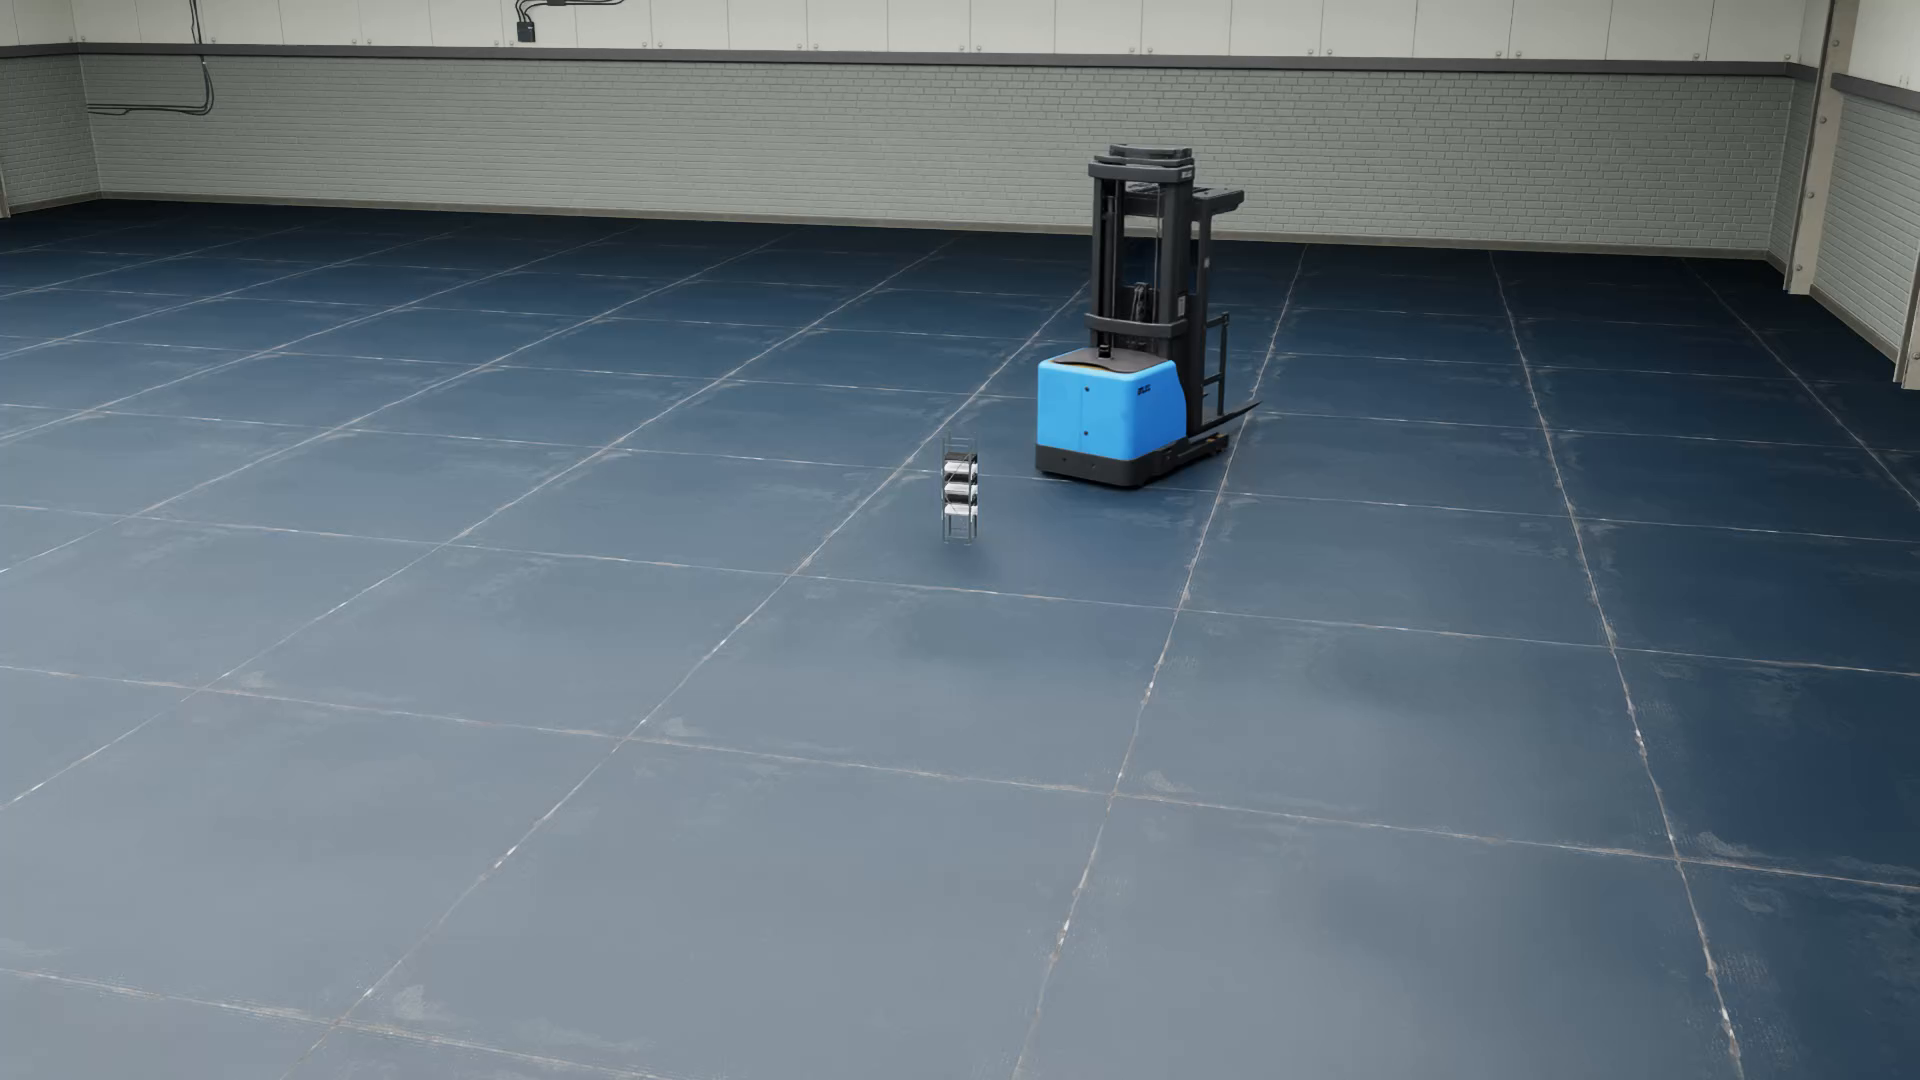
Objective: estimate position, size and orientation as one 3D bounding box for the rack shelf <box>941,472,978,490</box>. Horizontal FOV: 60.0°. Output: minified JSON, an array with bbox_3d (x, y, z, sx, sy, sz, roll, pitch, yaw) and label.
[{"bbox_3d":[-0.002,-0.477,13.516,0.258,0.077,0.200,5,19,13],"label":"rack shelf"}]

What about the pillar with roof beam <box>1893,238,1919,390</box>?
[{"bbox_3d":[6.594,-6.344,18.339,9.100,9.000,0.400,5,19,13],"label":"pillar with roof beam"}]

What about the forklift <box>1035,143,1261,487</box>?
[{"bbox_3d":[1.966,-2.282,15.835,1.130,2.935,3.031,13,23,34],"label":"forklift"}]

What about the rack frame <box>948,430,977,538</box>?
[{"bbox_3d":[0.023,-0.455,13.628,0.240,0.900,0.006,5,19,13],"label":"rack frame"}]

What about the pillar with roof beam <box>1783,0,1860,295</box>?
[{"bbox_3d":[8.060,-8.225,23.845,9.100,9.000,0.400,5,19,13],"label":"pillar with roof beam"}]

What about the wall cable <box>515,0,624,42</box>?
[{"bbox_3d":[-7.107,-12.046,29.771,2.305,6.003,0.169,5,19,13],"label":"wall cable"}]

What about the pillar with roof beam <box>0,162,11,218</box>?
[{"bbox_3d":[-14.136,-10.032,29.137,9.100,9.000,0.400,5,19,13],"label":"pillar with roof beam"}]

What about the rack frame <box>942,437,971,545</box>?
[{"bbox_3d":[-0.027,-0.391,13.441,0.240,0.900,0.006,5,19,13],"label":"rack frame"}]

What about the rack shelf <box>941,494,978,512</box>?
[{"bbox_3d":[-0.002,-0.307,13.575,0.258,0.077,0.200,5,19,13],"label":"rack shelf"}]

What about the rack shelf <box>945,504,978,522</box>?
[{"bbox_3d":[-0.002,-0.221,13.604,0.258,0.077,0.200,5,19,13],"label":"rack shelf"}]

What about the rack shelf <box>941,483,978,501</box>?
[{"bbox_3d":[-0.002,-0.392,13.545,0.258,0.077,0.200,5,19,13],"label":"rack shelf"}]

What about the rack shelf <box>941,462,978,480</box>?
[{"bbox_3d":[-0.002,-0.562,13.487,0.258,0.077,0.200,5,19,13],"label":"rack shelf"}]

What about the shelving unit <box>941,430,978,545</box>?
[{"bbox_3d":[-0.002,-0.423,13.535,0.258,0.900,0.210,5,19,13],"label":"shelving unit"}]

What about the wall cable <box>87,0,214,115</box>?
[{"bbox_3d":[-16.308,-9.722,33.032,3.097,2.526,0.112,5,19,13],"label":"wall cable"}]

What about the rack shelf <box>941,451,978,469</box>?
[{"bbox_3d":[-0.002,-0.647,13.458,0.258,0.077,0.200,5,19,13],"label":"rack shelf"}]
